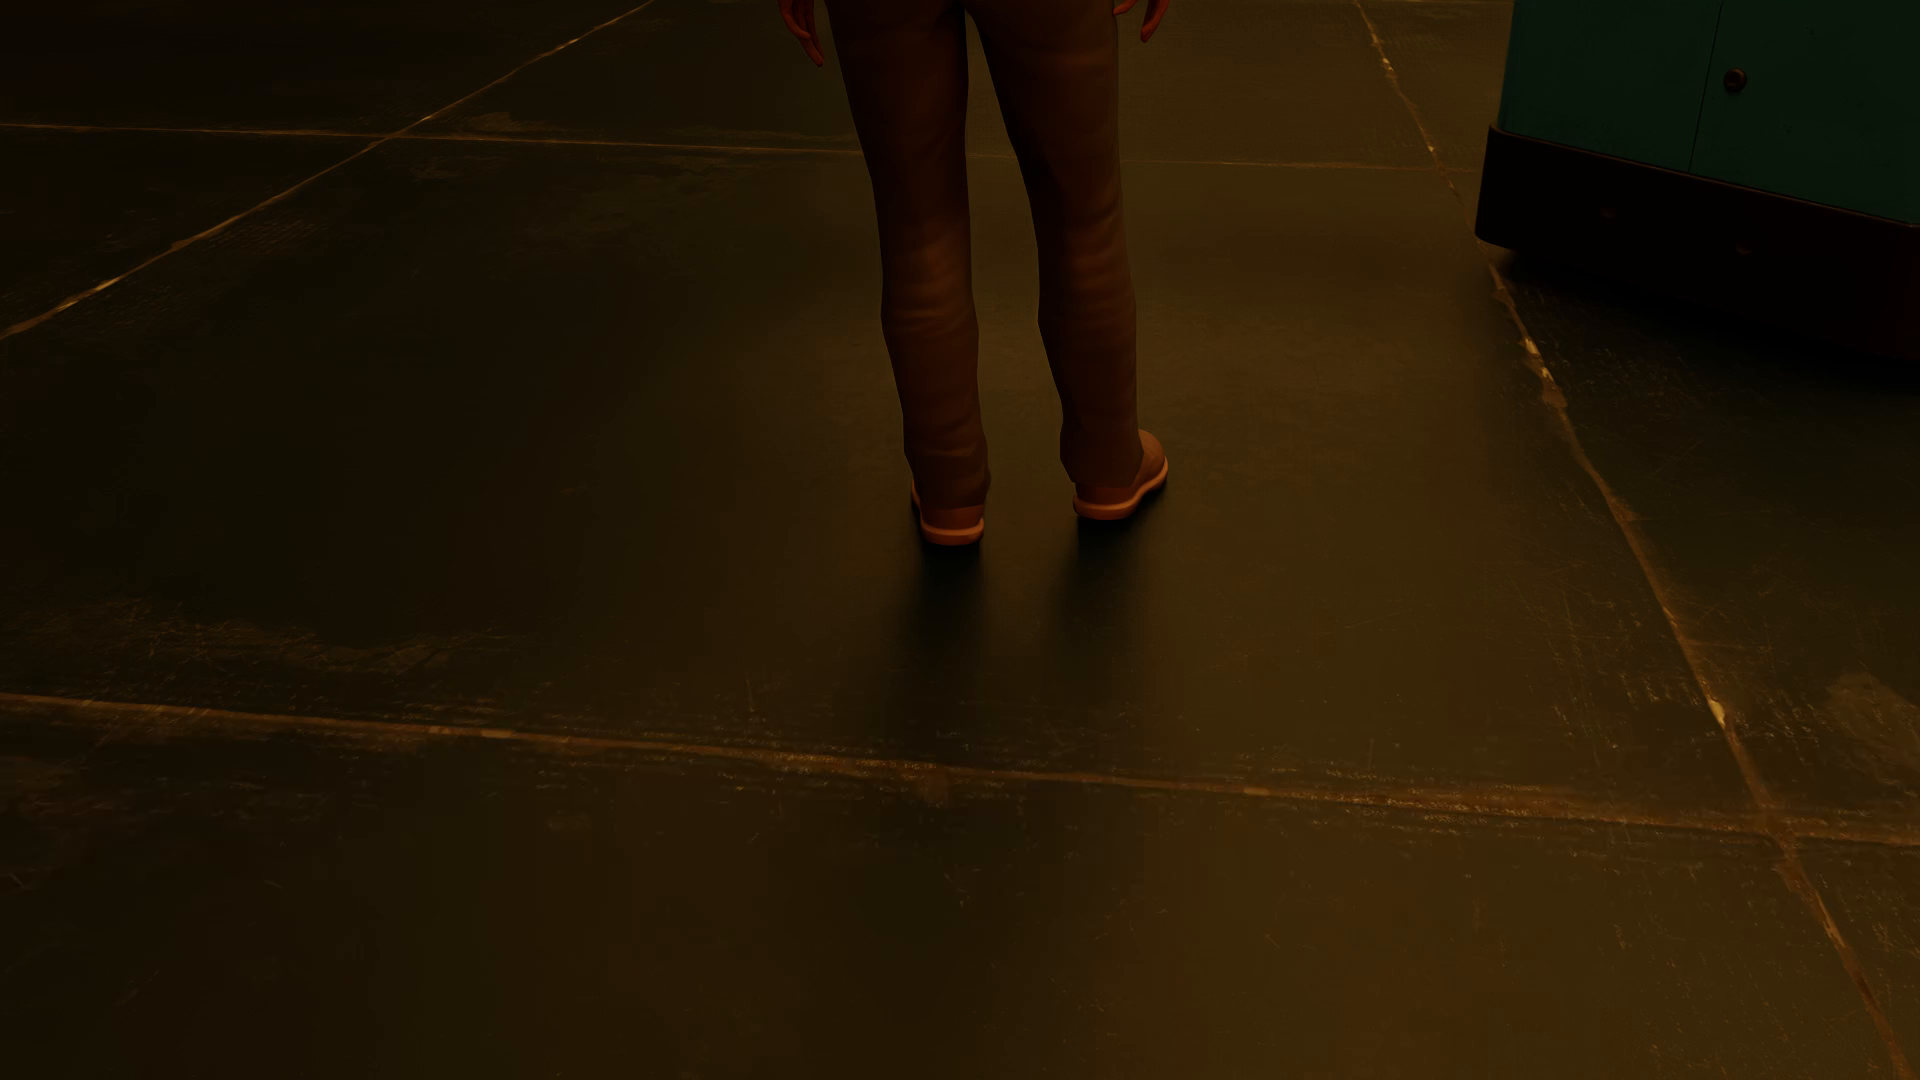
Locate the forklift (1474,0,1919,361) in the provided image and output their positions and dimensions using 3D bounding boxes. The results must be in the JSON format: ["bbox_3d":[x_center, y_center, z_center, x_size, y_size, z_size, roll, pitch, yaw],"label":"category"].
[{"bbox_3d":[2.644,-2.128,3.482,3.031,2.935,1.130,-17,31,-31],"label":"forklift"}]

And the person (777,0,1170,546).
[{"bbox_3d":[0.031,-0.779,2.205,0.569,1.643,0.504,3,27,7],"label":"person"}]
